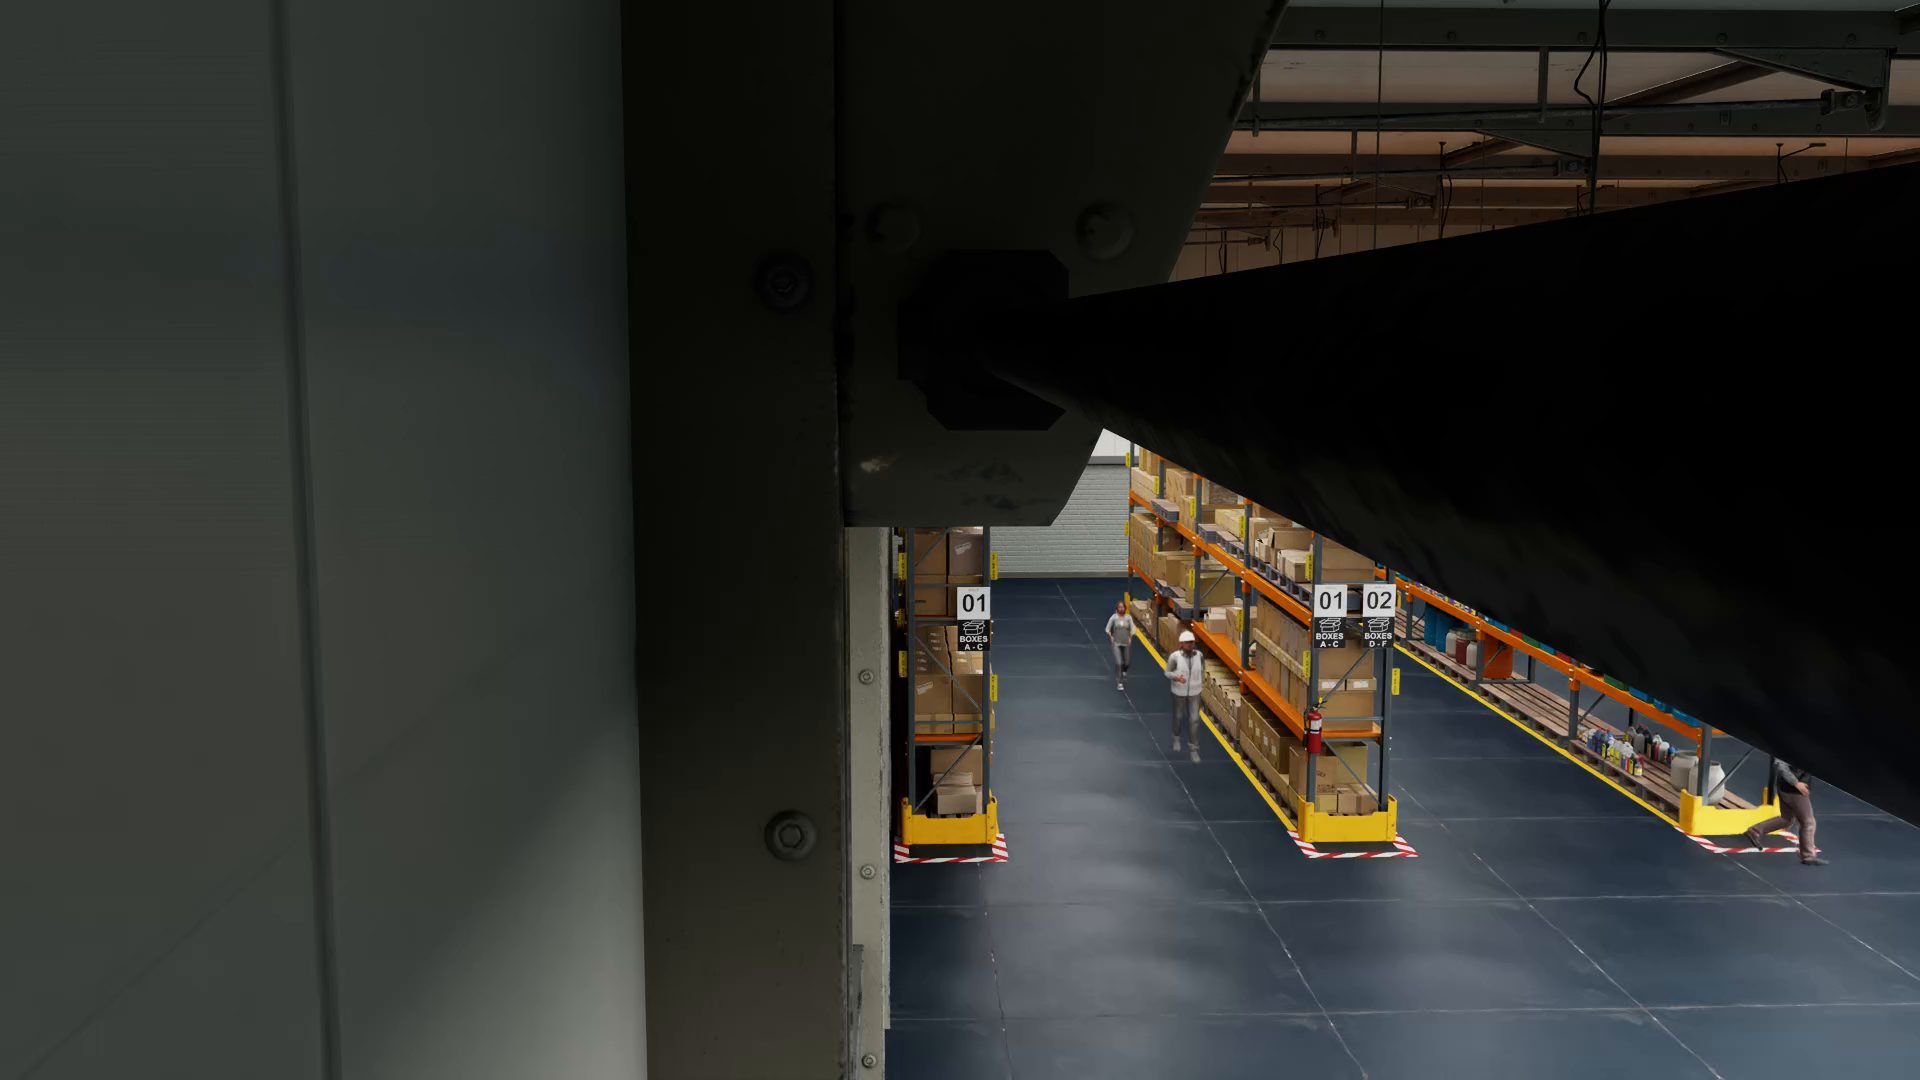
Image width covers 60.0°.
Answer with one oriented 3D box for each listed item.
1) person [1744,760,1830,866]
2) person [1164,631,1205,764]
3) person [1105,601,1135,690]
[{"bbox_3d":[9.805,2.977,19.626,0.922,1.702,0.672,2,8,14],"label":"person"},{"bbox_3d":[3.167,2.166,23.394,0.610,1.821,0.844,0,7,-1],"label":"person"},{"bbox_3d":[2.812,1.832,29.175,0.535,1.548,0.567,0,7,0],"label":"person"}]
